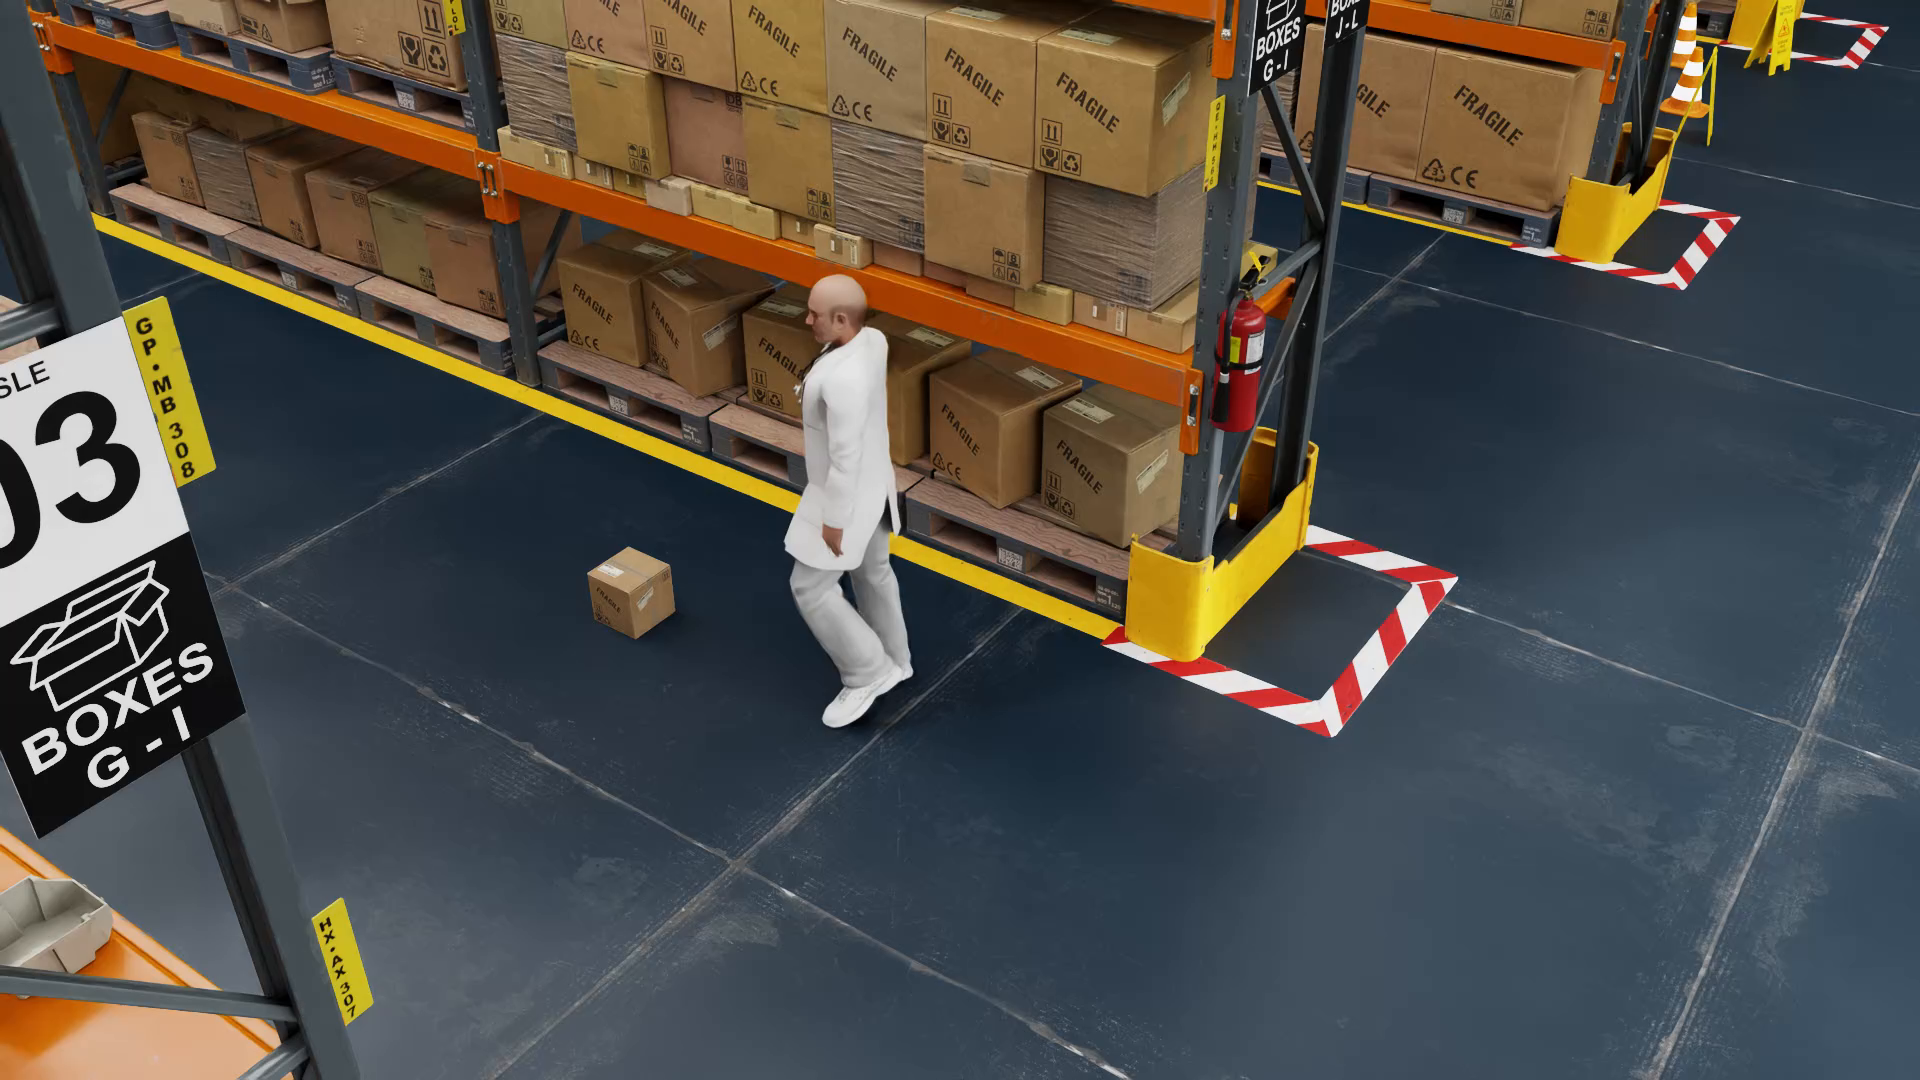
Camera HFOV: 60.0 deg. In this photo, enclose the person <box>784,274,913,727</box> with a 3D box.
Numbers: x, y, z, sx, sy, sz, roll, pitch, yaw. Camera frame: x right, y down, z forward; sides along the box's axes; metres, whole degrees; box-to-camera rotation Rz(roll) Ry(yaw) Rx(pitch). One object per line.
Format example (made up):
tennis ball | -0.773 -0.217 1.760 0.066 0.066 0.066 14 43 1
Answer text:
person | -0.428 -0.171 6.384 0.467 1.781 0.680 6 35 9
